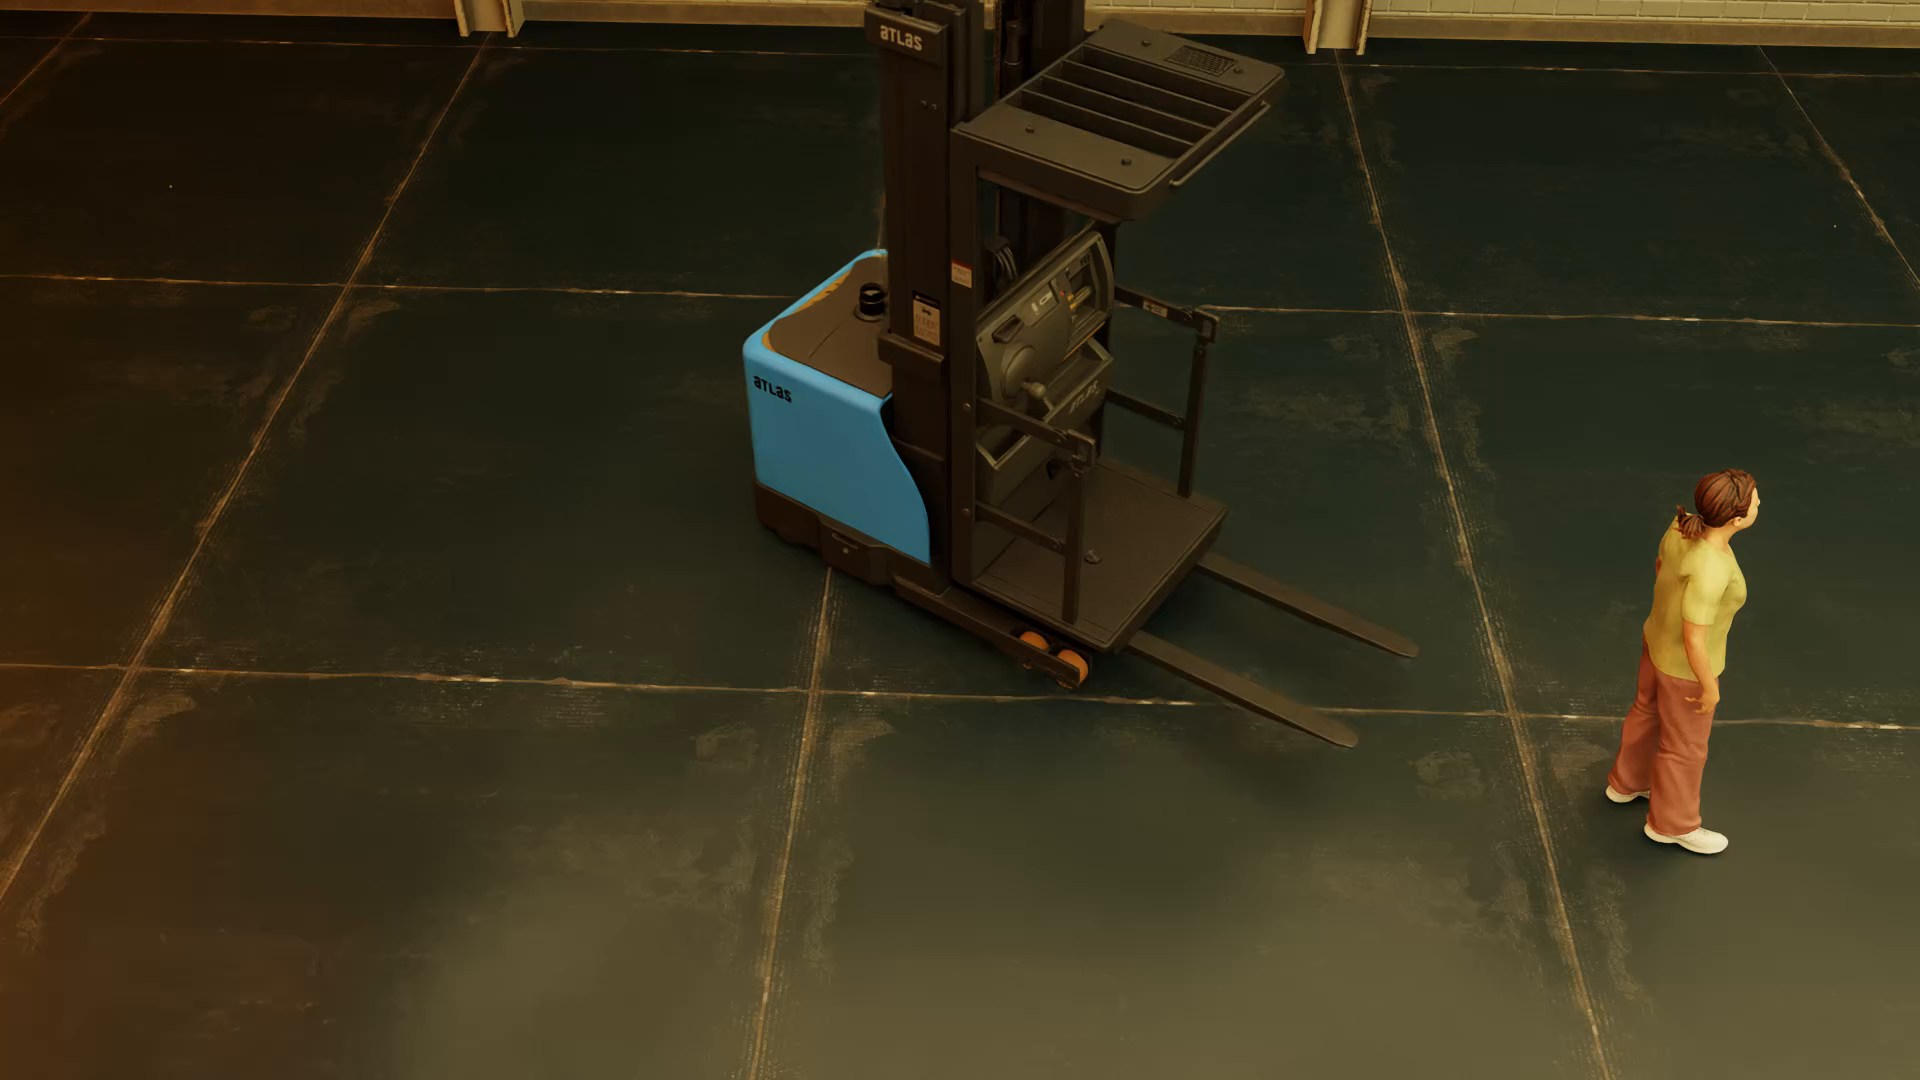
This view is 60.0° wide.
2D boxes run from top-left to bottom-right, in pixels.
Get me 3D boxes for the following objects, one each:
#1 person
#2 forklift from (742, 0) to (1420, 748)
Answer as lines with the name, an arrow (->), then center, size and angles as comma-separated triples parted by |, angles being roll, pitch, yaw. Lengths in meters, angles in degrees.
person -> 2.764, 0.428, 6.194 | 0.548, 1.672, 0.554 | 3, 42, 3
forklift -> 0.526, -0.852, 6.675 | 3.031, 2.935, 1.130 | 25, 48, 25
